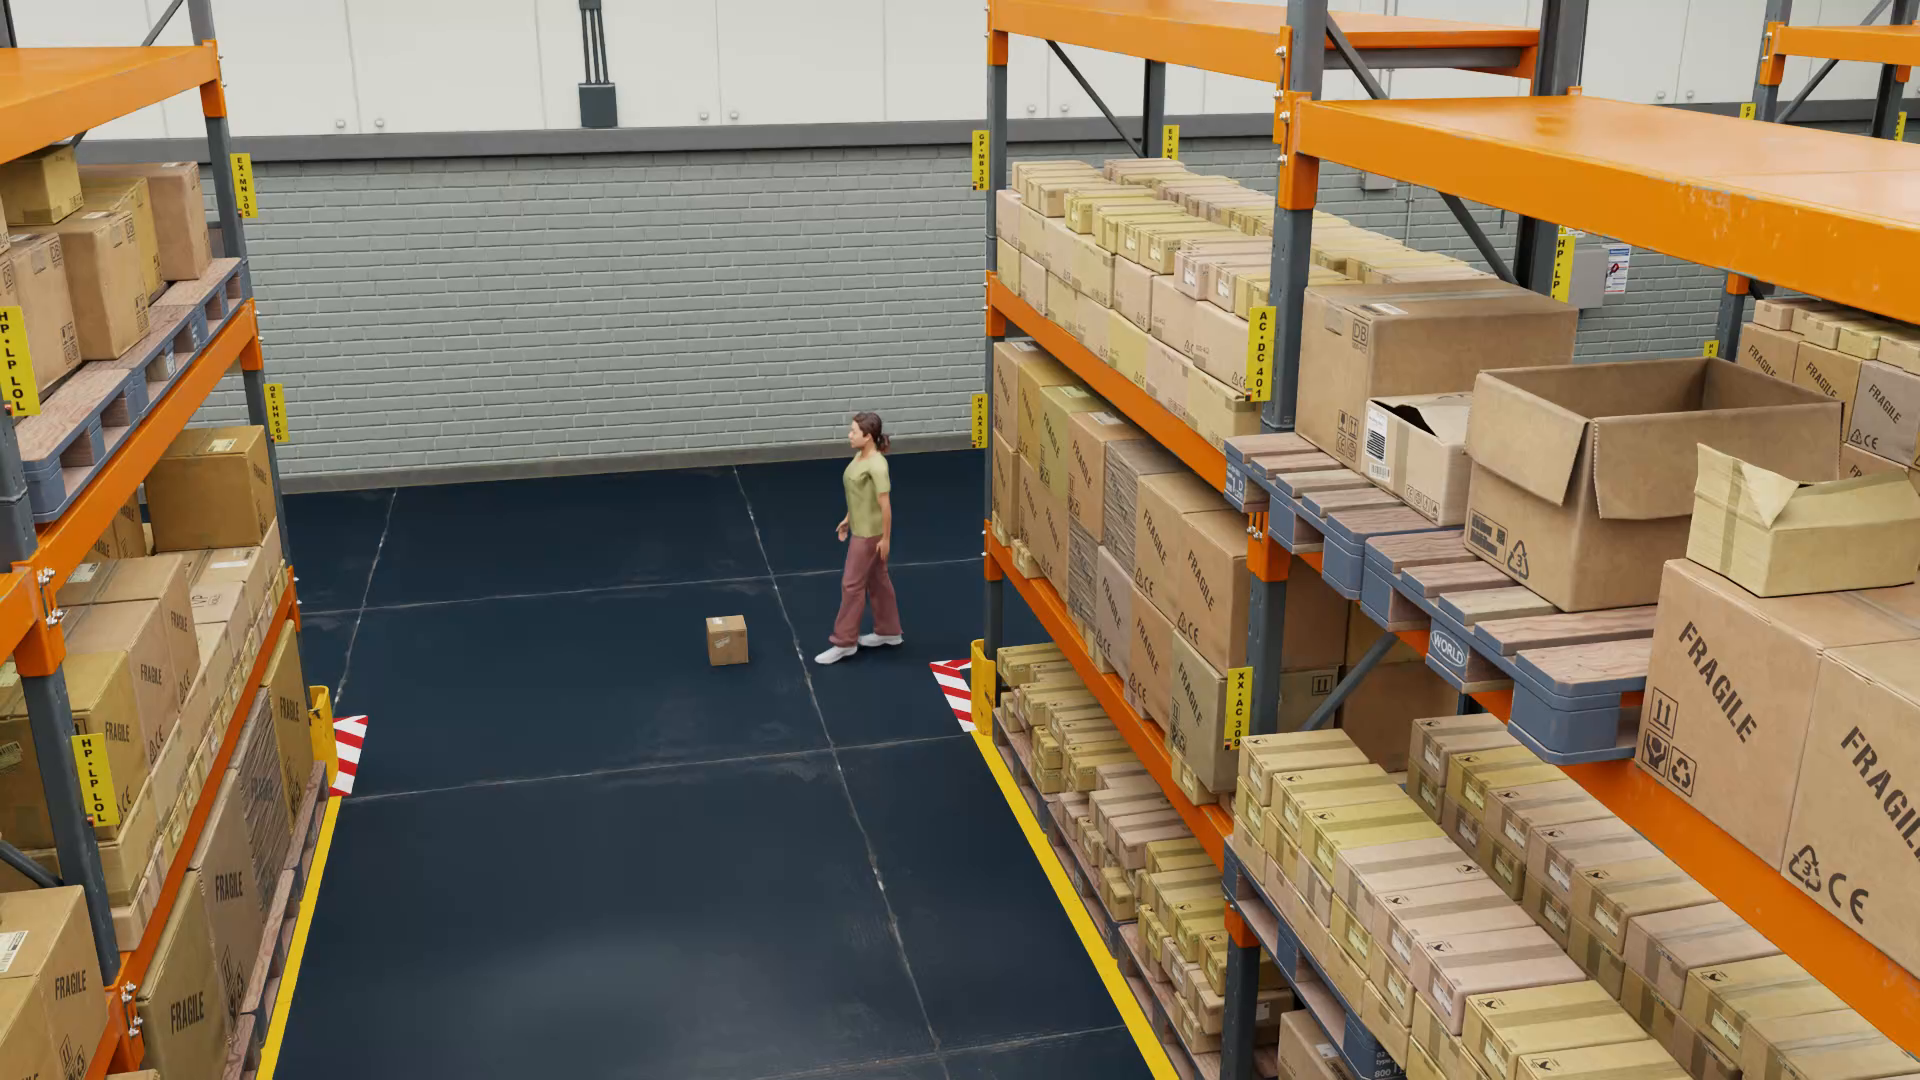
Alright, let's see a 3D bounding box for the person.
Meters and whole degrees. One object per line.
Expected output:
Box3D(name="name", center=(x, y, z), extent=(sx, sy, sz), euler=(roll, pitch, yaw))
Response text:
Box3D(name="person", center=(-0.706, -0.033, 11.169), extent=(0.630, 1.668, 0.454), euler=(-4, 20, -11))
